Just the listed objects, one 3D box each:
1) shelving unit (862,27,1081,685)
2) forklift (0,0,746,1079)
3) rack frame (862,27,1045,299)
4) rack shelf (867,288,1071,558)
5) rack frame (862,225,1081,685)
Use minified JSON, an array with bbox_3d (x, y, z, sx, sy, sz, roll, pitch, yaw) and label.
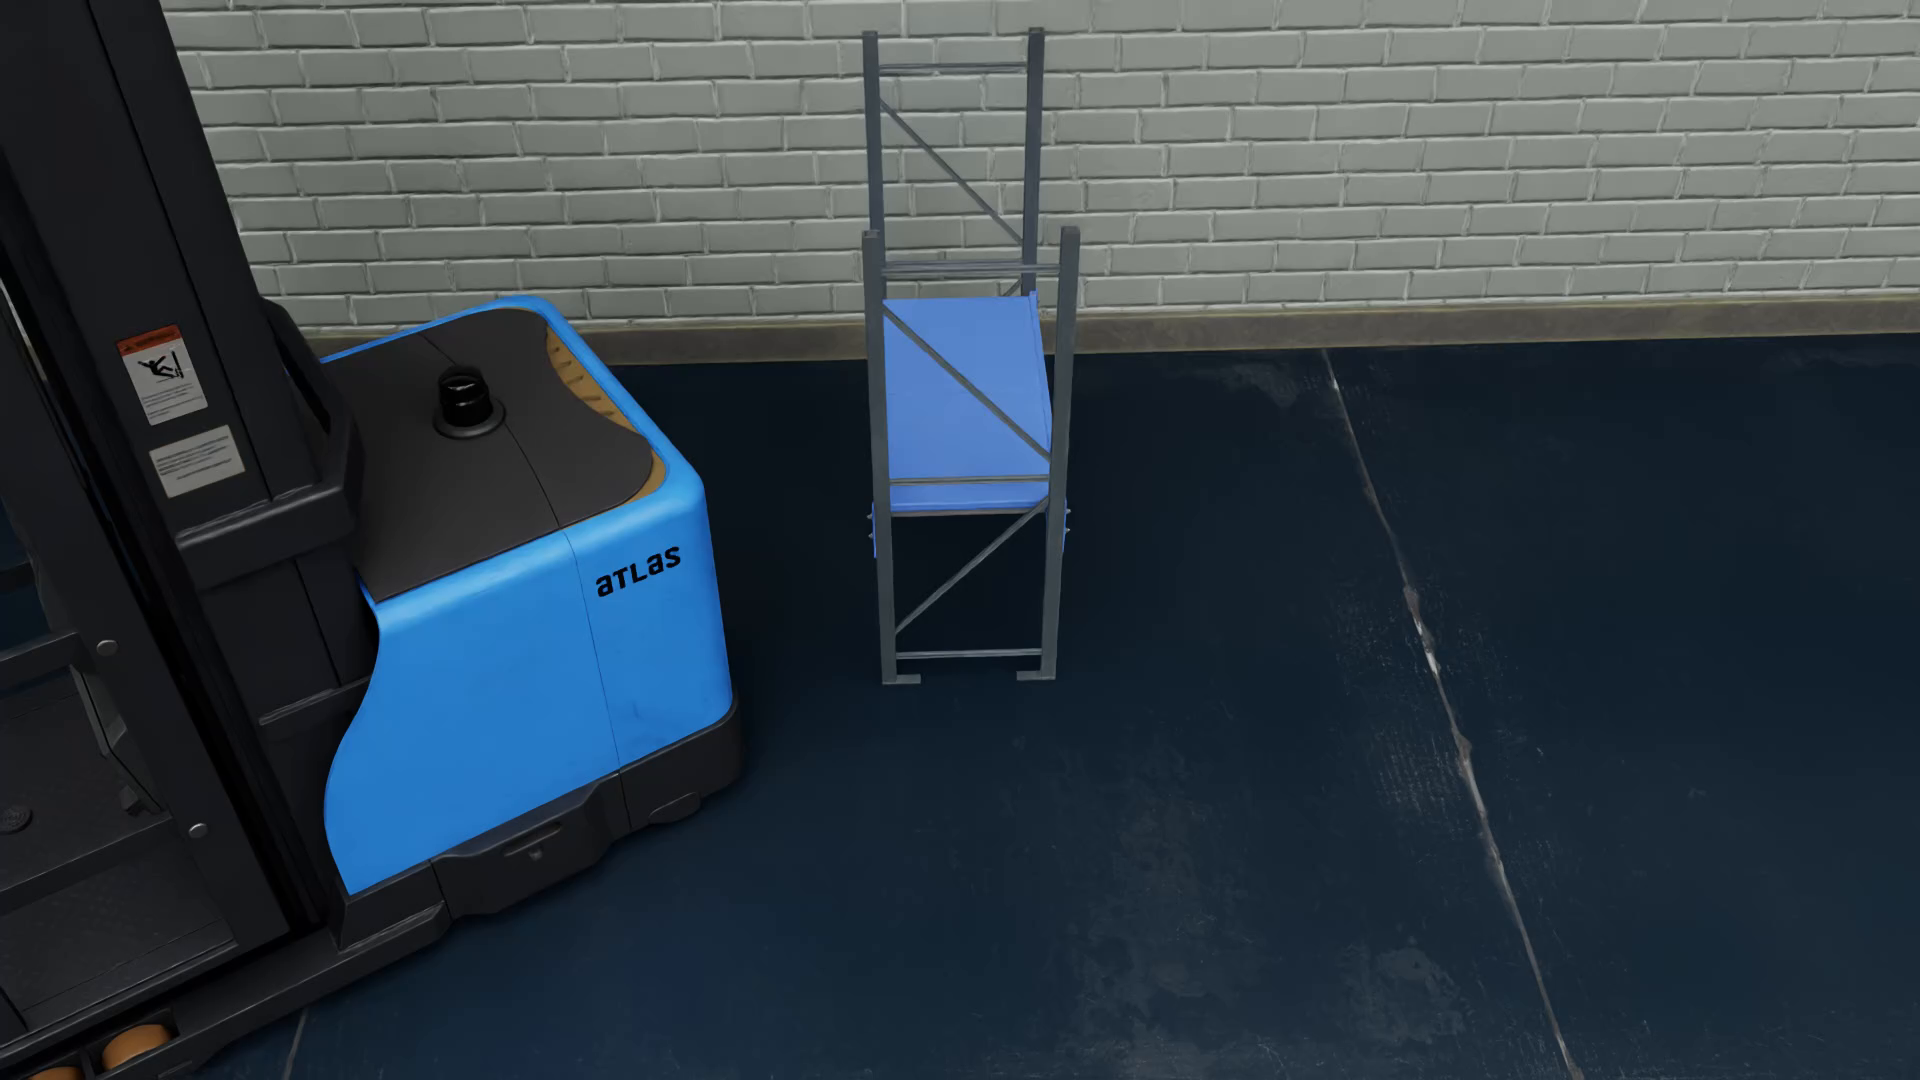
[{"bbox_3d":[0.004,-0.495,4.680,0.538,1.500,1.048,-2,43,-2],"label":"shelving unit"},{"bbox_3d":[-2.086,-0.136,3.229,3.031,2.935,1.130,-24,48,-24],"label":"forklift"},{"bbox_3d":[-0.018,-0.838,5.055,0.500,1.500,0.032,-2,43,-2],"label":"rack frame"},{"bbox_3d":[0.004,-0.363,4.802,0.538,0.185,1.000,-2,43,-2],"label":"rack shelf"},{"bbox_3d":[0.025,-0.152,4.306,0.500,1.500,0.032,-2,43,-2],"label":"rack frame"}]
